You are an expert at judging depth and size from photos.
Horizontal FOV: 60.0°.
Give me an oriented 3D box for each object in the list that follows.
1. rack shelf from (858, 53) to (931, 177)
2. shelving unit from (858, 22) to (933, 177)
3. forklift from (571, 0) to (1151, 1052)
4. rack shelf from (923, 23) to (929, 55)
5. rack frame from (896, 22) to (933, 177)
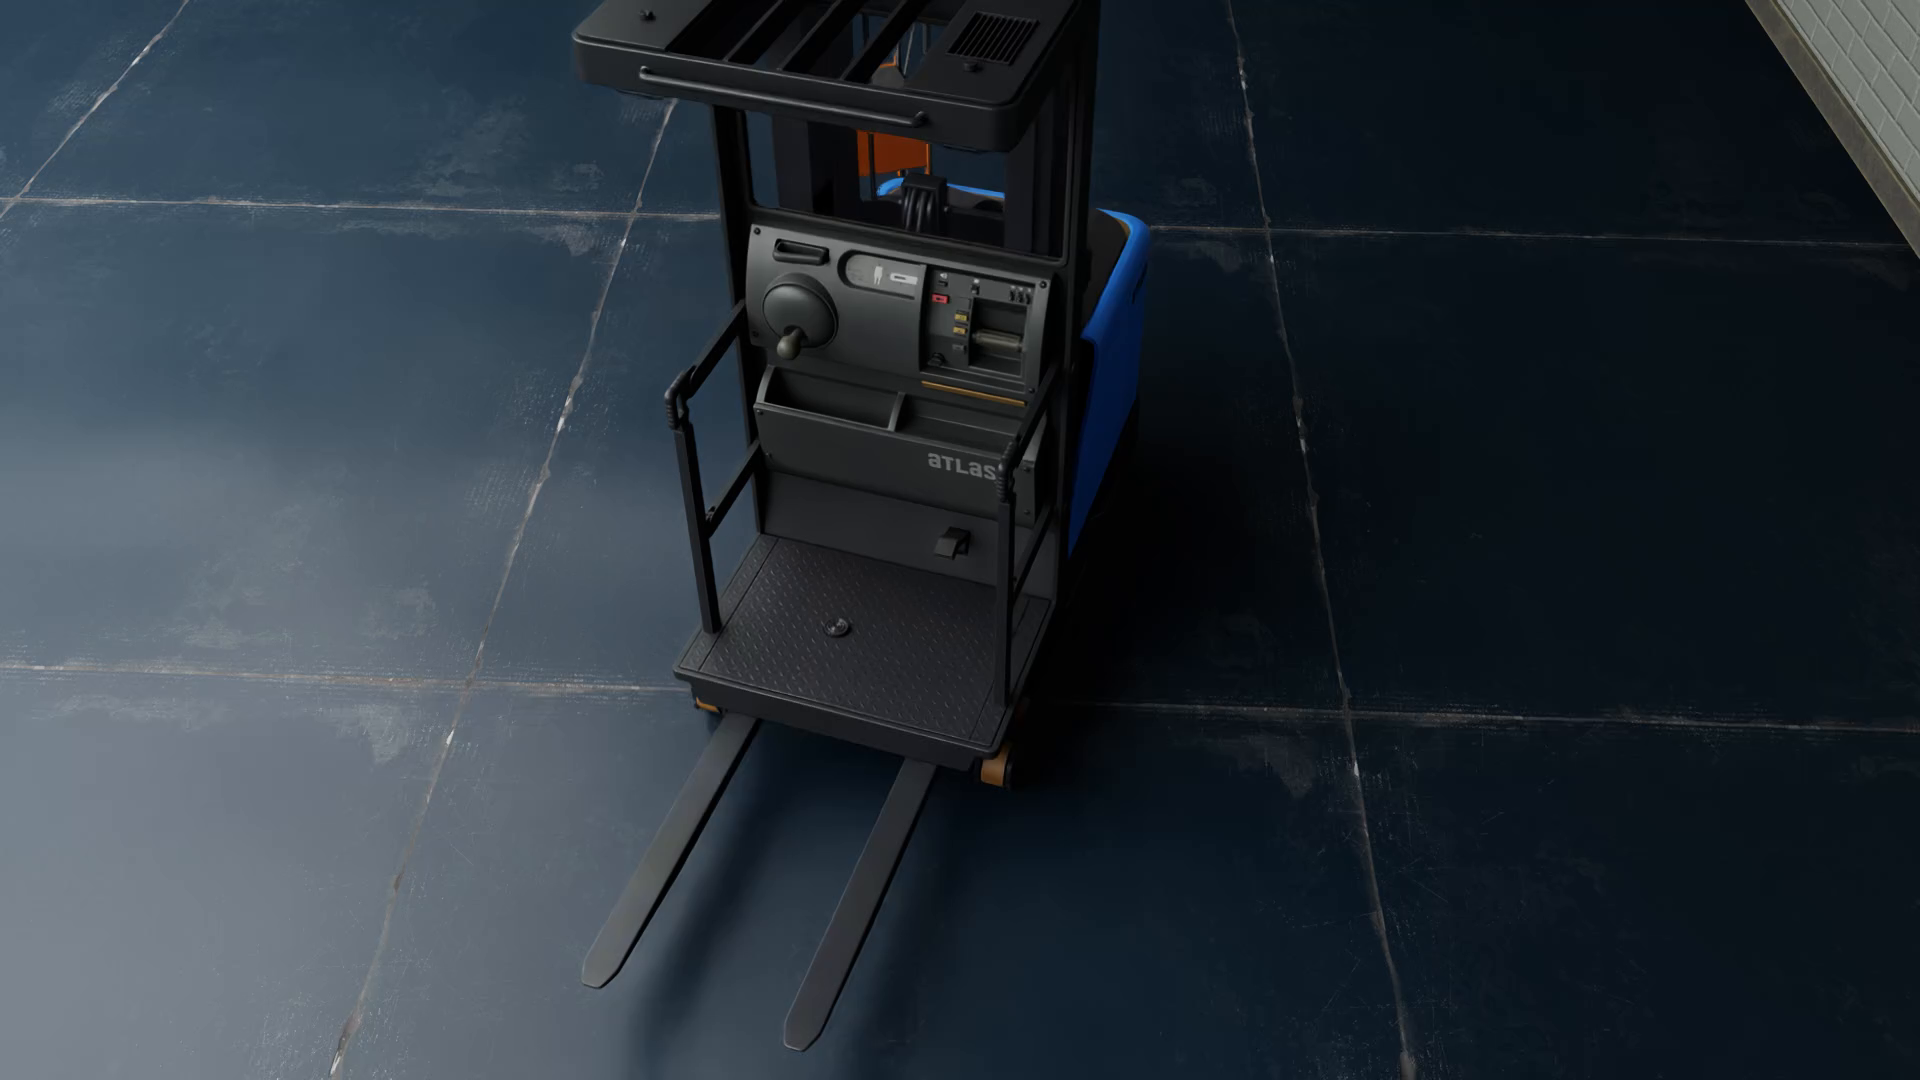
[{"bbox_3d":[-0.404,-1.485,6.323,0.480,0.518,0.431,-13,45,-14],"label":"rack shelf"},{"bbox_3d":[-0.404,-1.495,6.314,0.503,2.100,0.431,-13,45,-14],"label":"shelving unit"},{"bbox_3d":[-0.255,-0.589,4.732,1.130,2.935,3.031,13,44,13],"label":"forklift"},{"bbox_3d":[-0.404,-1.997,5.846,0.480,0.518,0.431,-13,45,-14],"label":"rack shelf"},{"bbox_3d":[-0.172,-1.548,6.371,0.015,2.100,0.400,-13,45,-14],"label":"rack frame"}]
